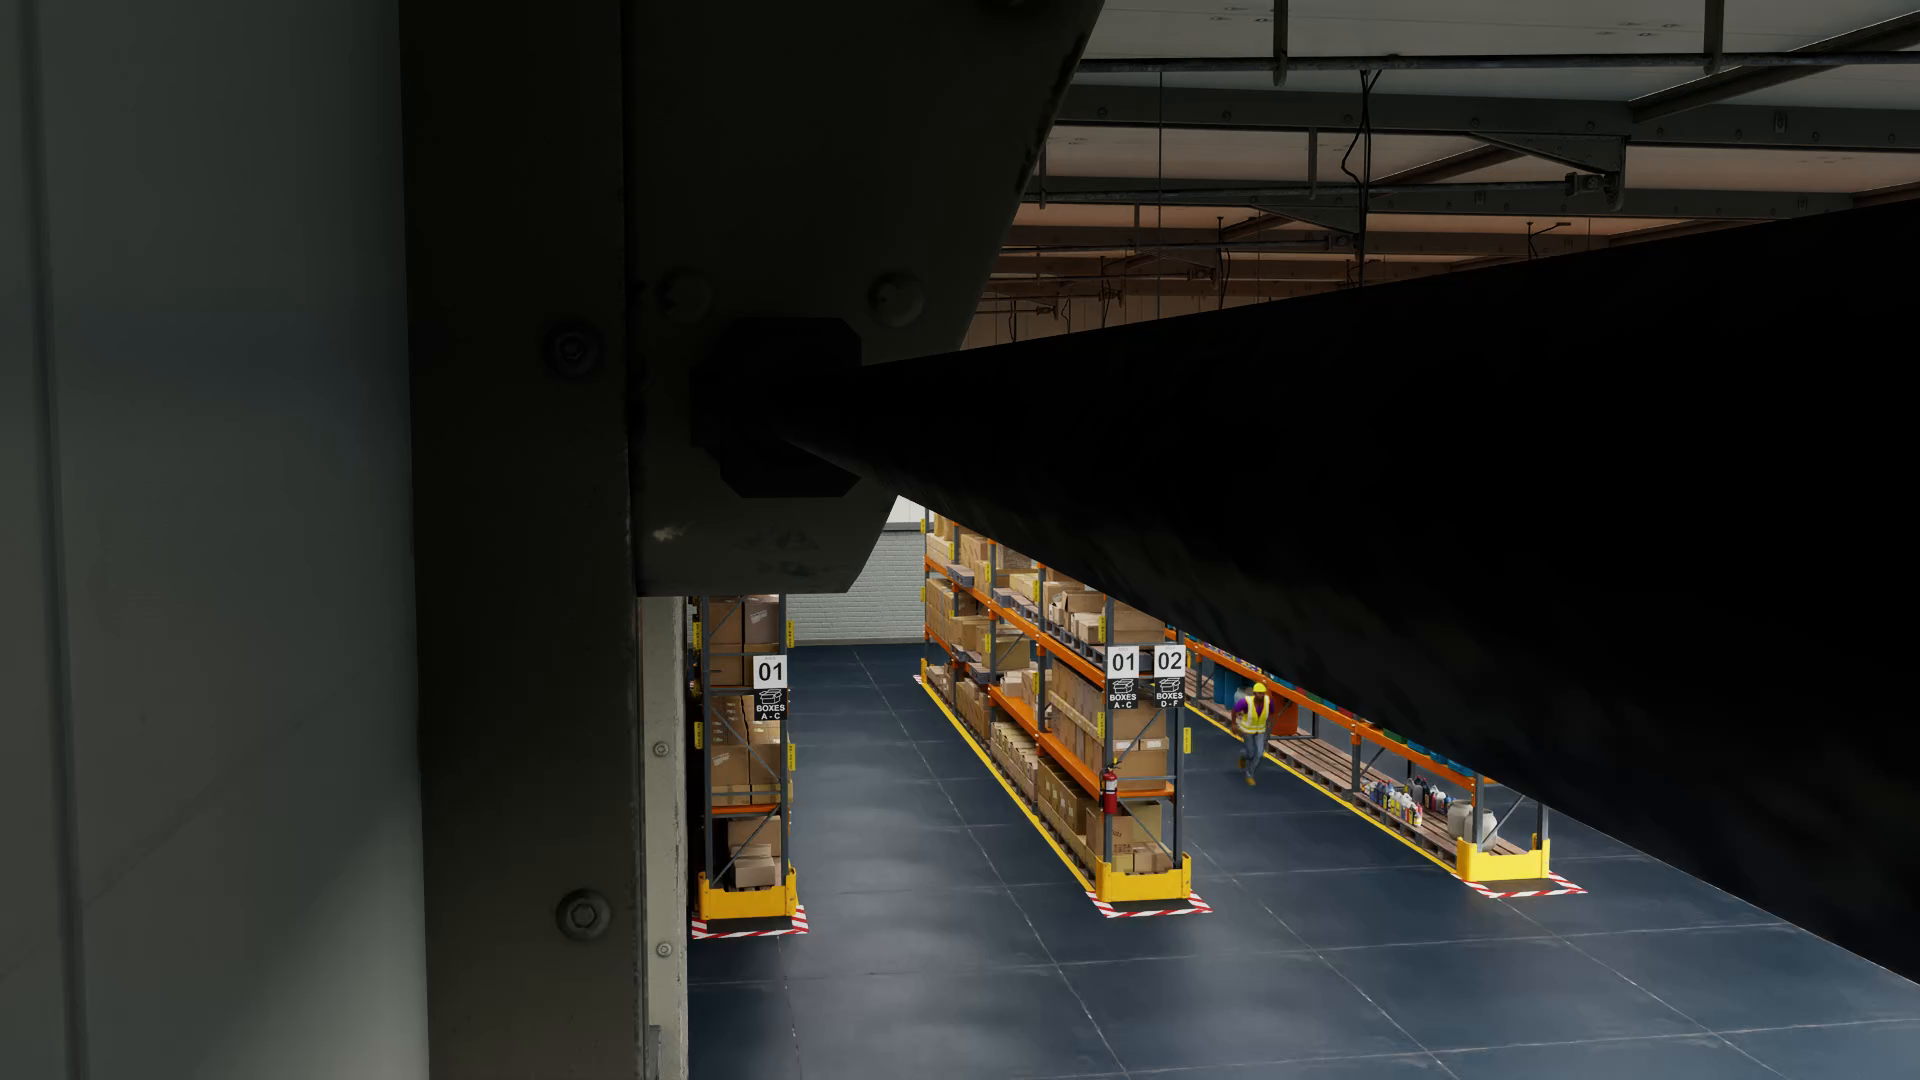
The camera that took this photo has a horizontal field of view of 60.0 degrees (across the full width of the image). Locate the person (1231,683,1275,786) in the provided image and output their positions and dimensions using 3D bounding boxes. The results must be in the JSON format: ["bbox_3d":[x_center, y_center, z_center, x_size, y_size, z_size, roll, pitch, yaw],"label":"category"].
[{"bbox_3d":[4.762,3.131,27.034,0.684,1.690,0.800,-1,5,-15],"label":"person"}]
